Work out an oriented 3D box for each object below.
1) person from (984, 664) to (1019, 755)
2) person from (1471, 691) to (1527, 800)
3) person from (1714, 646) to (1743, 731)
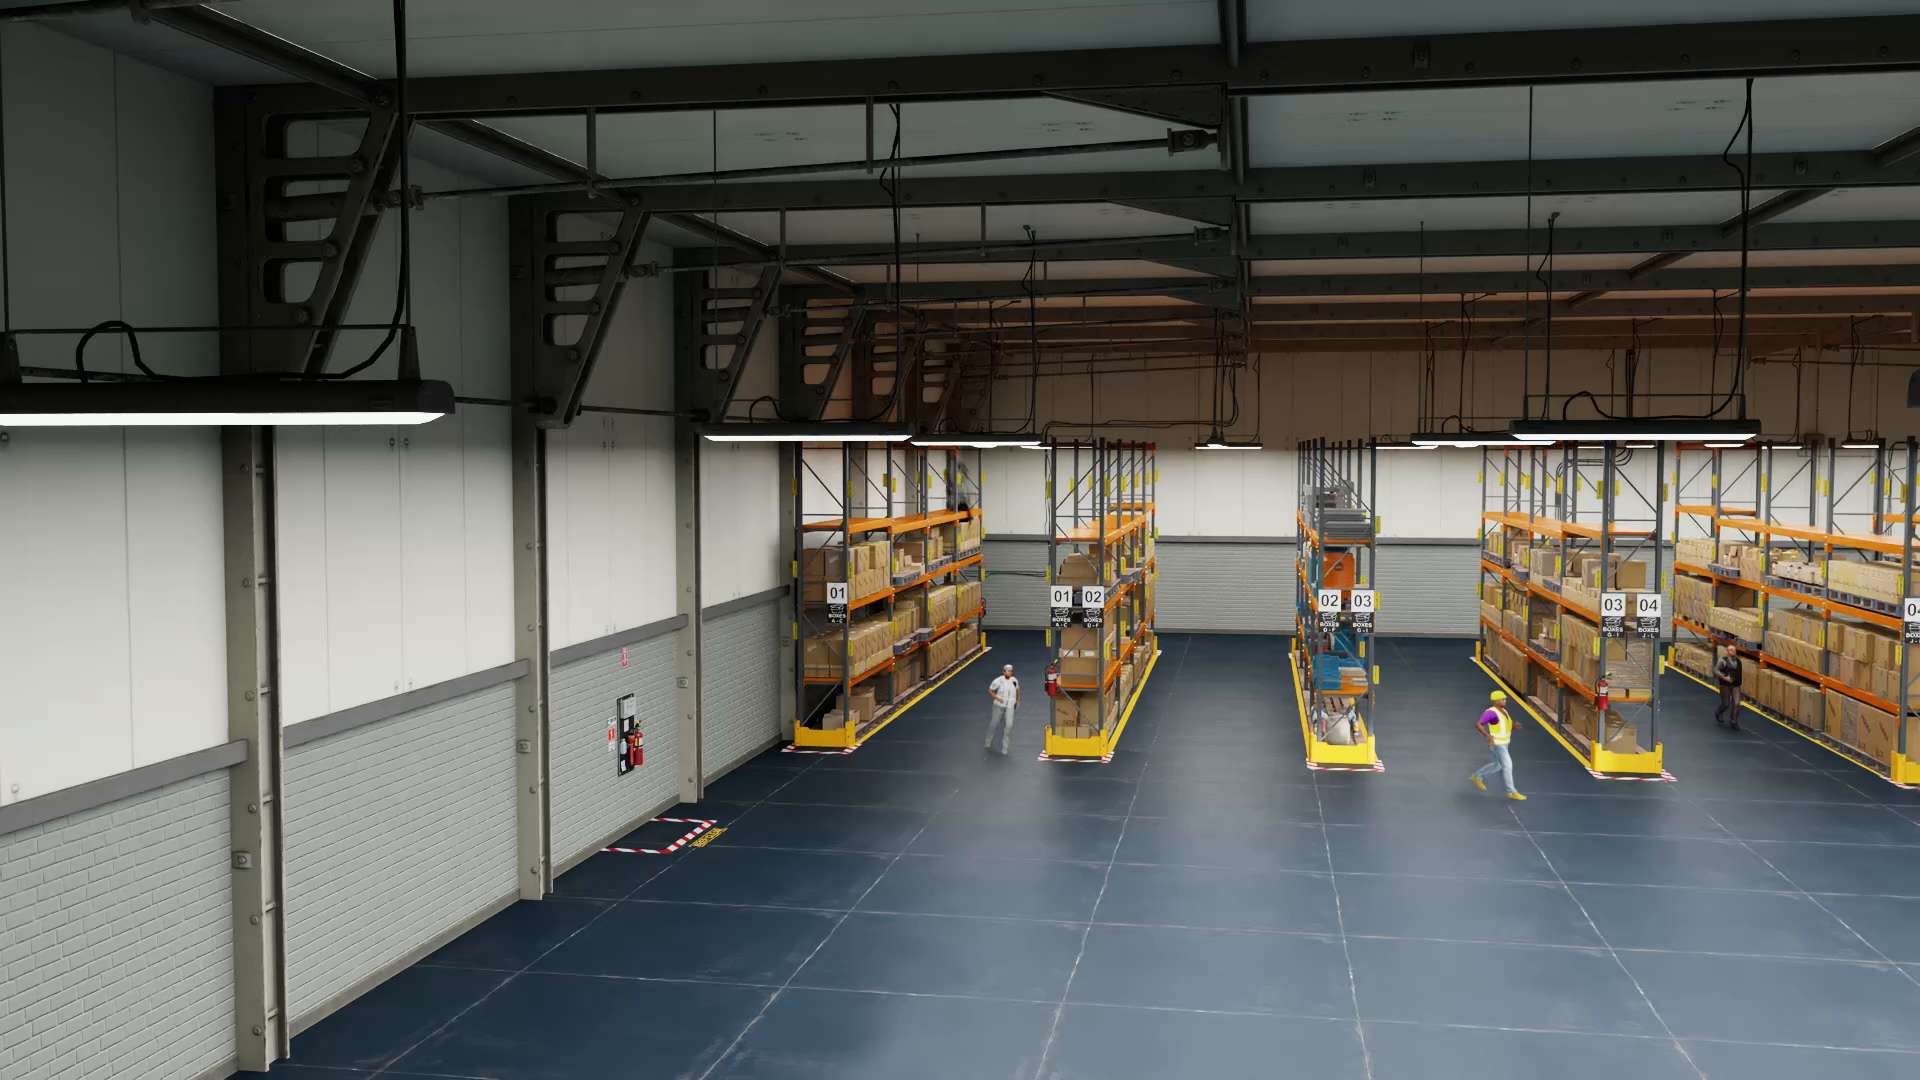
[{"bbox_3d":[0.848,3.225,31.824,0.694,1.691,0.810,-1,3,-13],"label":"person"},{"bbox_3d":[8.902,3.360,27.467,0.990,1.744,0.705,2,4,37],"label":"person"},{"bbox_3d":[15.966,3.045,34.513,0.662,1.721,0.867,0,3,1],"label":"person"}]
